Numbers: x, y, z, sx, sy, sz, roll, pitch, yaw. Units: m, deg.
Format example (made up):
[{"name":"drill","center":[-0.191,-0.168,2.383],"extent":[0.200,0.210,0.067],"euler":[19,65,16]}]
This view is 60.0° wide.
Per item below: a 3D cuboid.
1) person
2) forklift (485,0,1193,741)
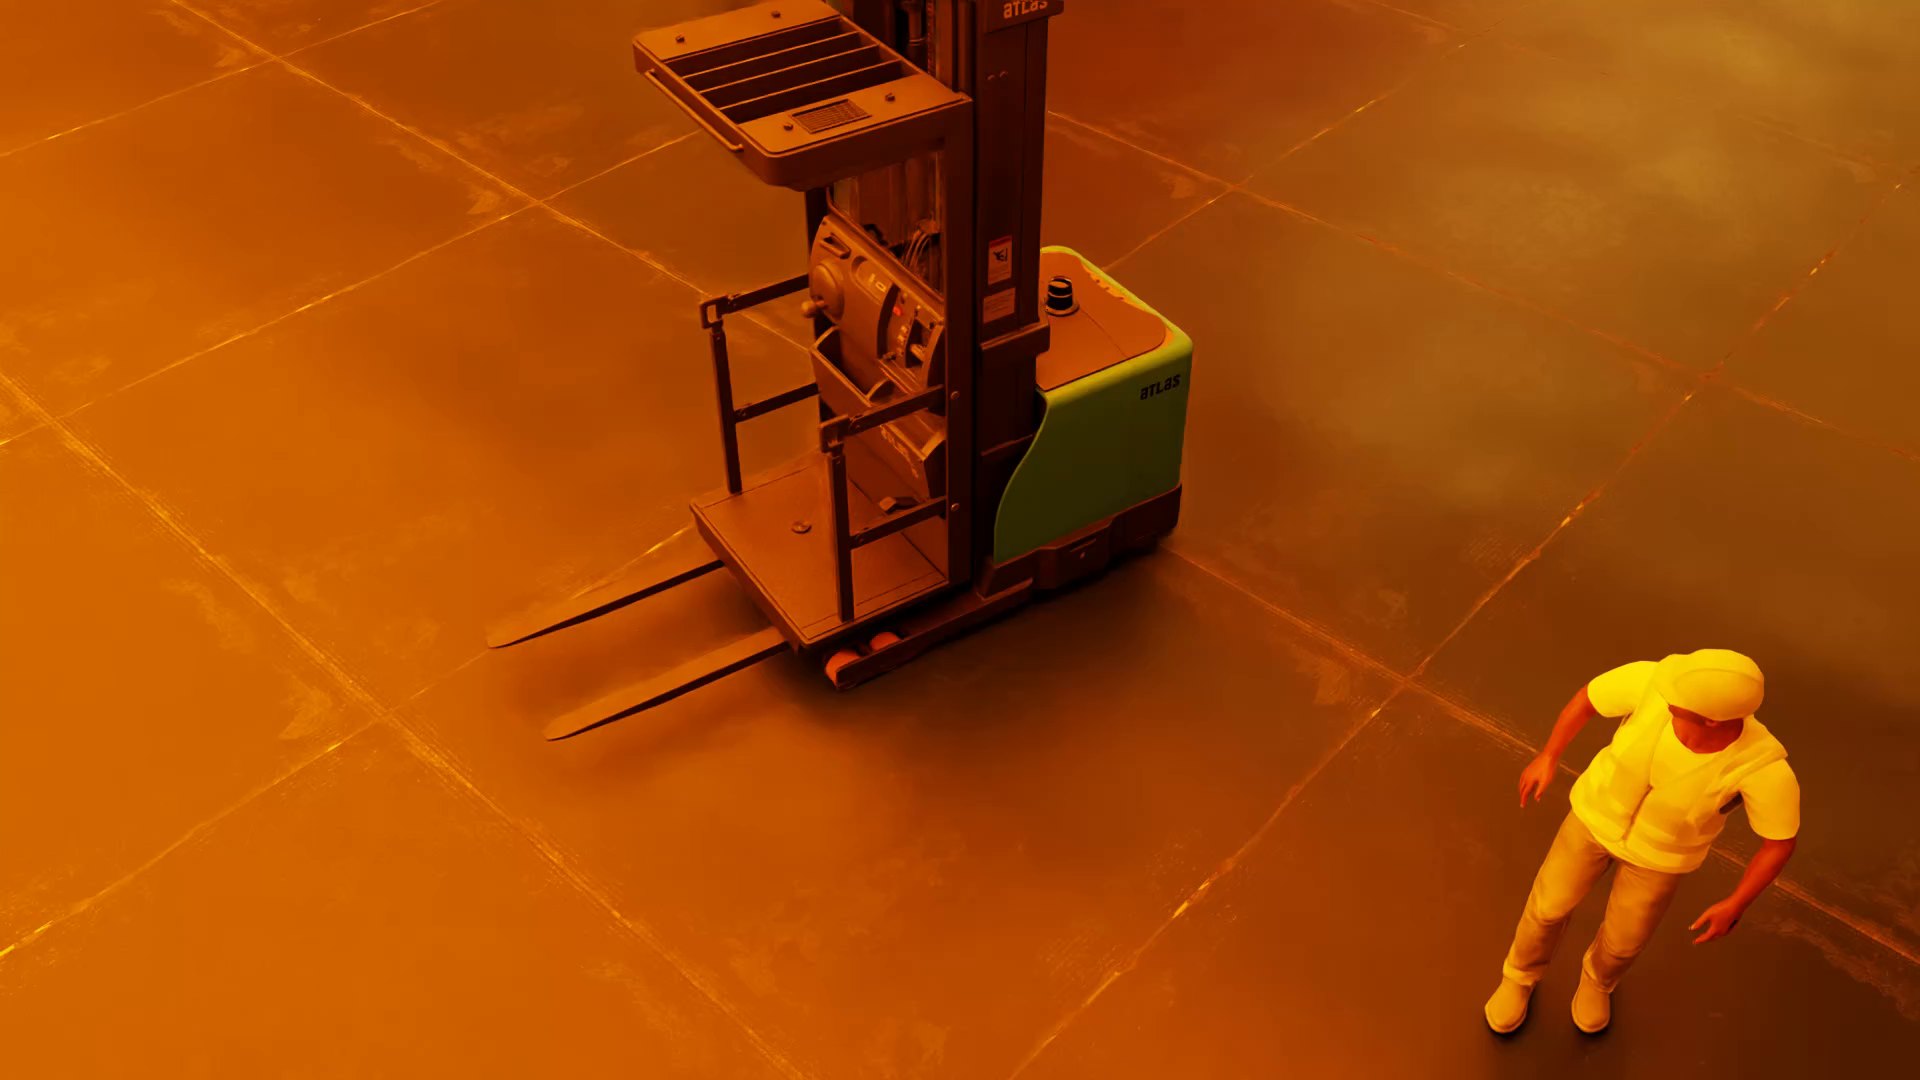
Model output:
[{"name":"person","center":[2.103,0.969,5.218],"extent":[0.780,1.735,0.524],"euler":[28,48,29]},{"name":"forklift","center":[-0.509,-0.886,6.461],"extent":[3.031,2.935,1.130],"euler":[-23,46,-24]}]
